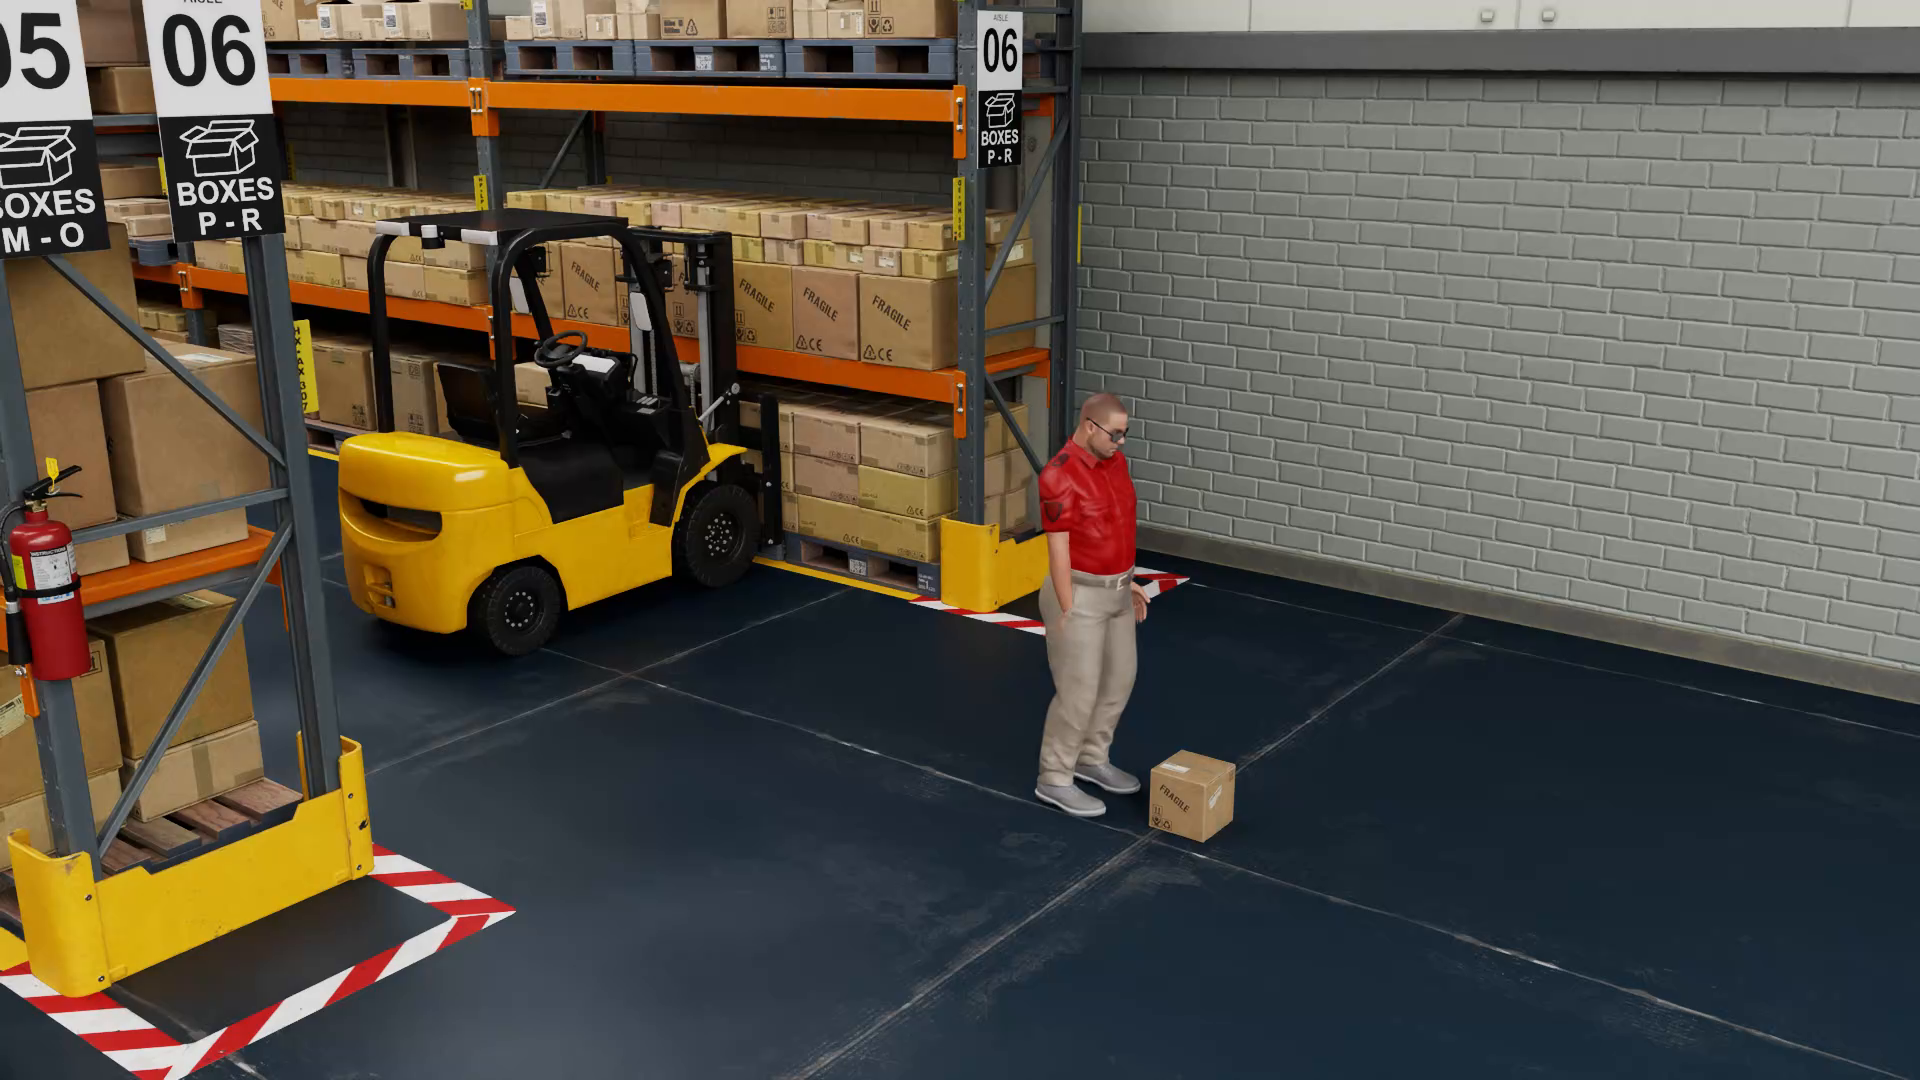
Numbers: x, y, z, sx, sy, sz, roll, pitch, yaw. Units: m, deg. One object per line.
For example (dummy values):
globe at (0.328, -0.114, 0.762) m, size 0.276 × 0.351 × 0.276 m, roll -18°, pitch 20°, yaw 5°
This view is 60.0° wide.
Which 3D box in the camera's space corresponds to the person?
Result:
person at (0.547, 0.241, 6.782) m, size 0.357 × 1.717 × 0.534 m, roll 12°, pitch 20°, yaw 36°
